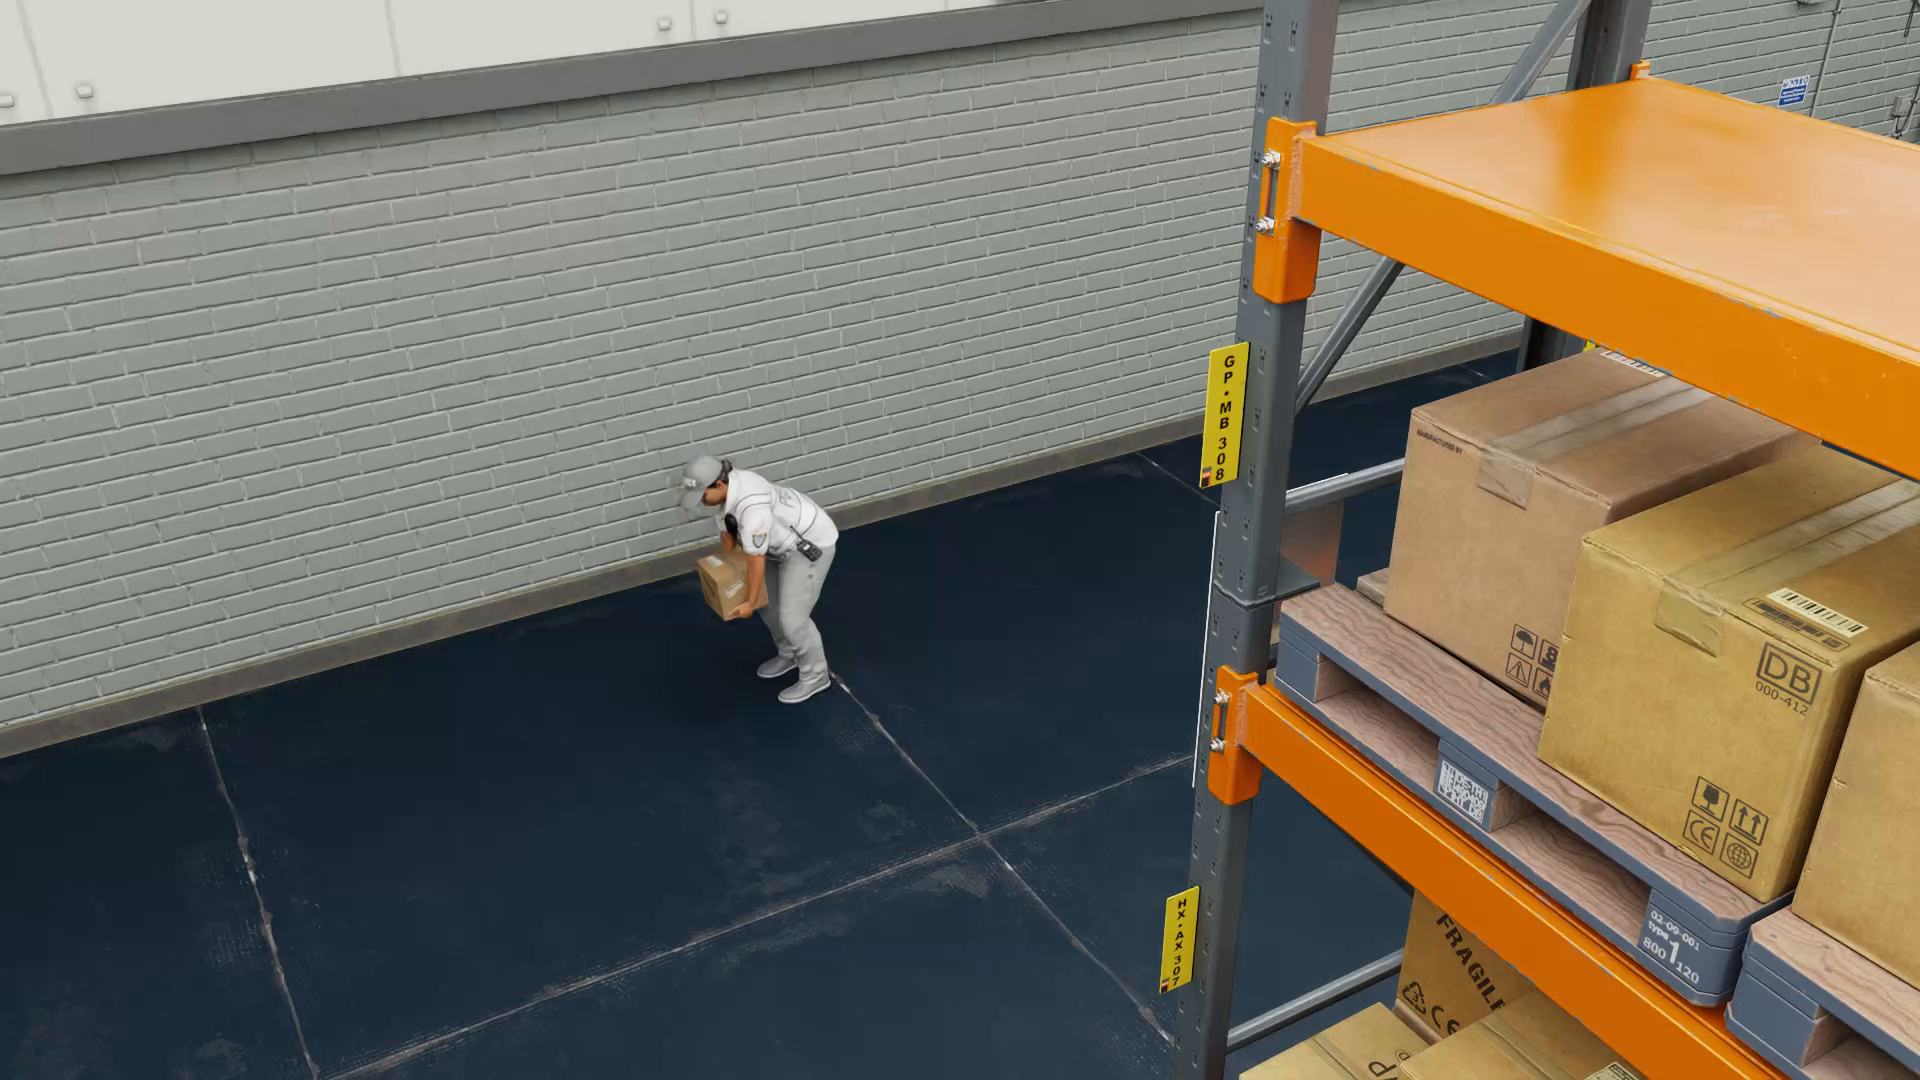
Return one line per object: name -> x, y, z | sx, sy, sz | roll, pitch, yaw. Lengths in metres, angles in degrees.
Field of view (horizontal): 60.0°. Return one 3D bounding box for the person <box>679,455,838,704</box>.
person -> -1.018, 0.166, 8.482 | 0.811, 1.453, 0.456 | -17, 33, -27
